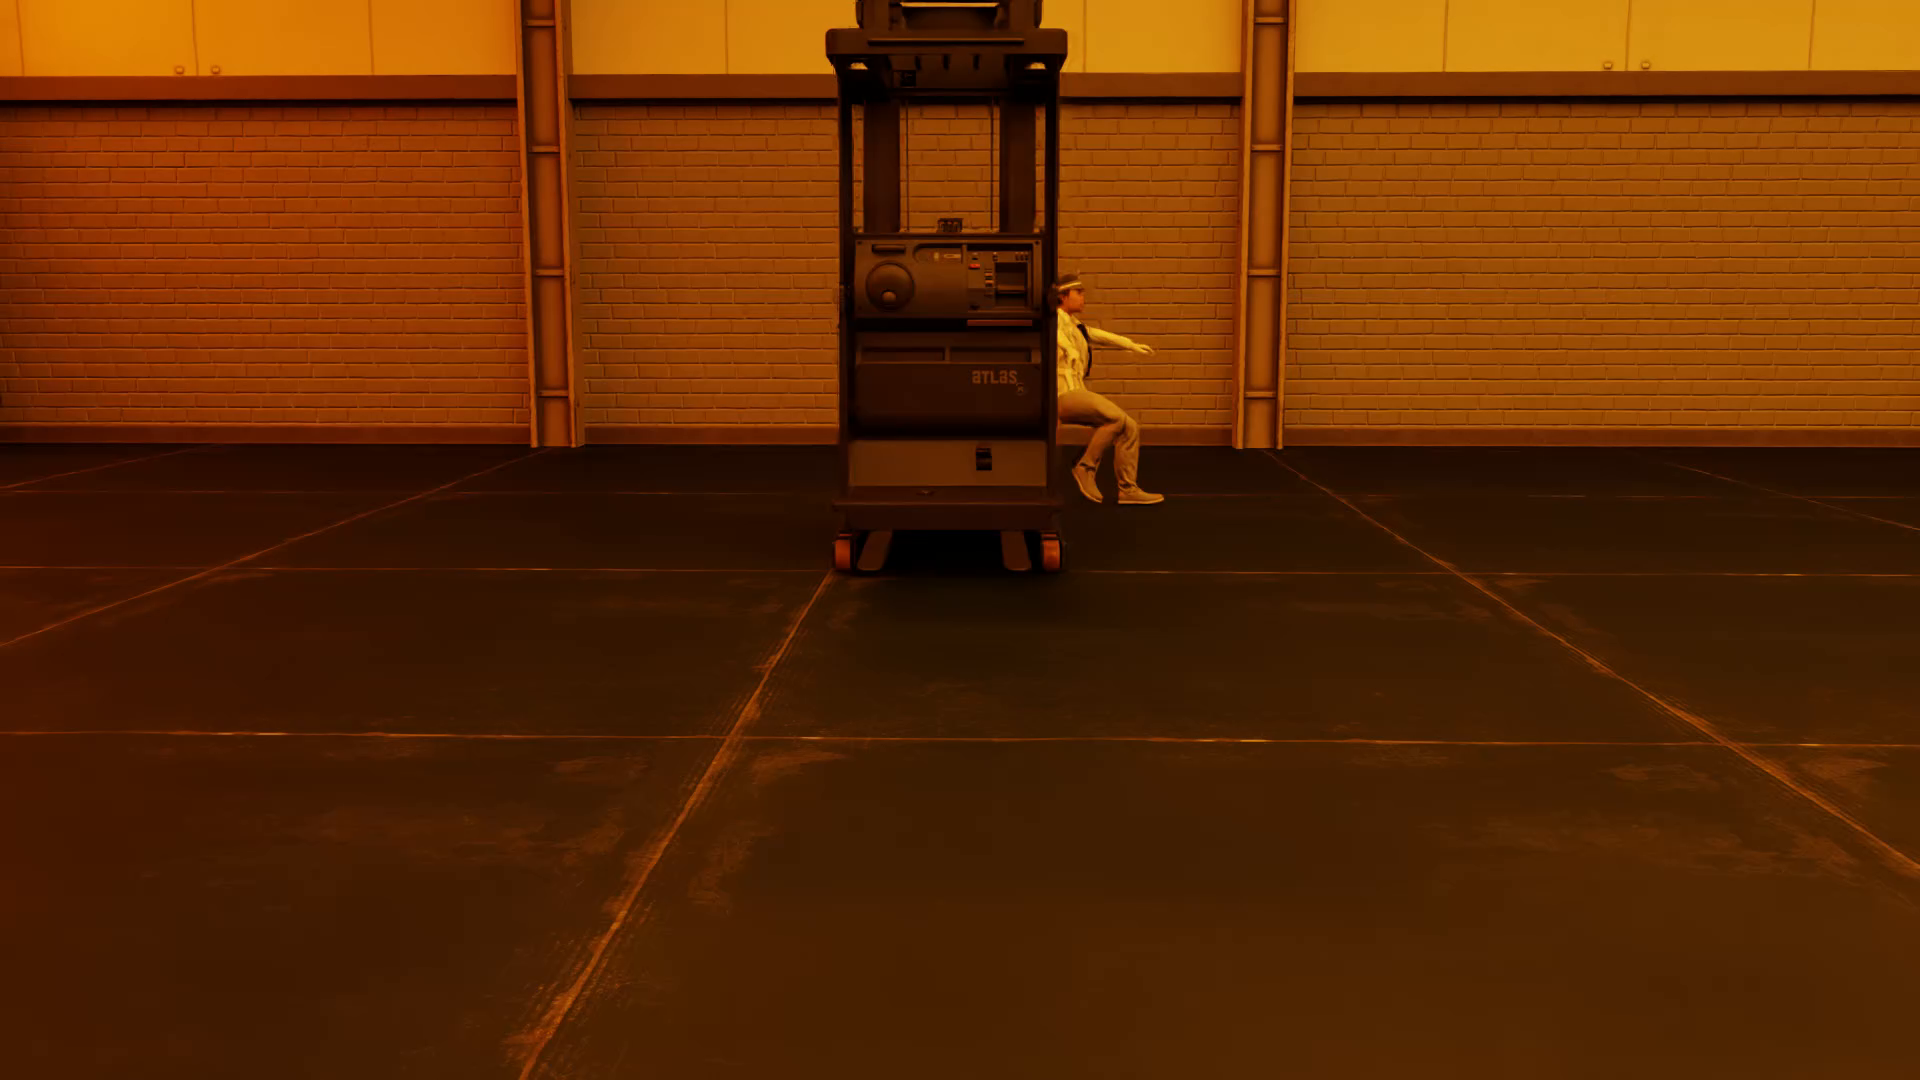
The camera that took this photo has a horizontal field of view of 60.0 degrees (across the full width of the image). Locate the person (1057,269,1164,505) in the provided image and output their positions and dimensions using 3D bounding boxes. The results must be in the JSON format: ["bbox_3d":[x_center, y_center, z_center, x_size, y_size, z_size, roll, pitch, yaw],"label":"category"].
[{"bbox_3d":[0.856,-0.931,10.241,0.767,1.456,1.041,3,9,19],"label":"person"}]

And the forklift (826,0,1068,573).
[{"bbox_3d":[-0.056,-1.336,8.040,1.130,2.935,3.031,0,9,0],"label":"forklift"}]
